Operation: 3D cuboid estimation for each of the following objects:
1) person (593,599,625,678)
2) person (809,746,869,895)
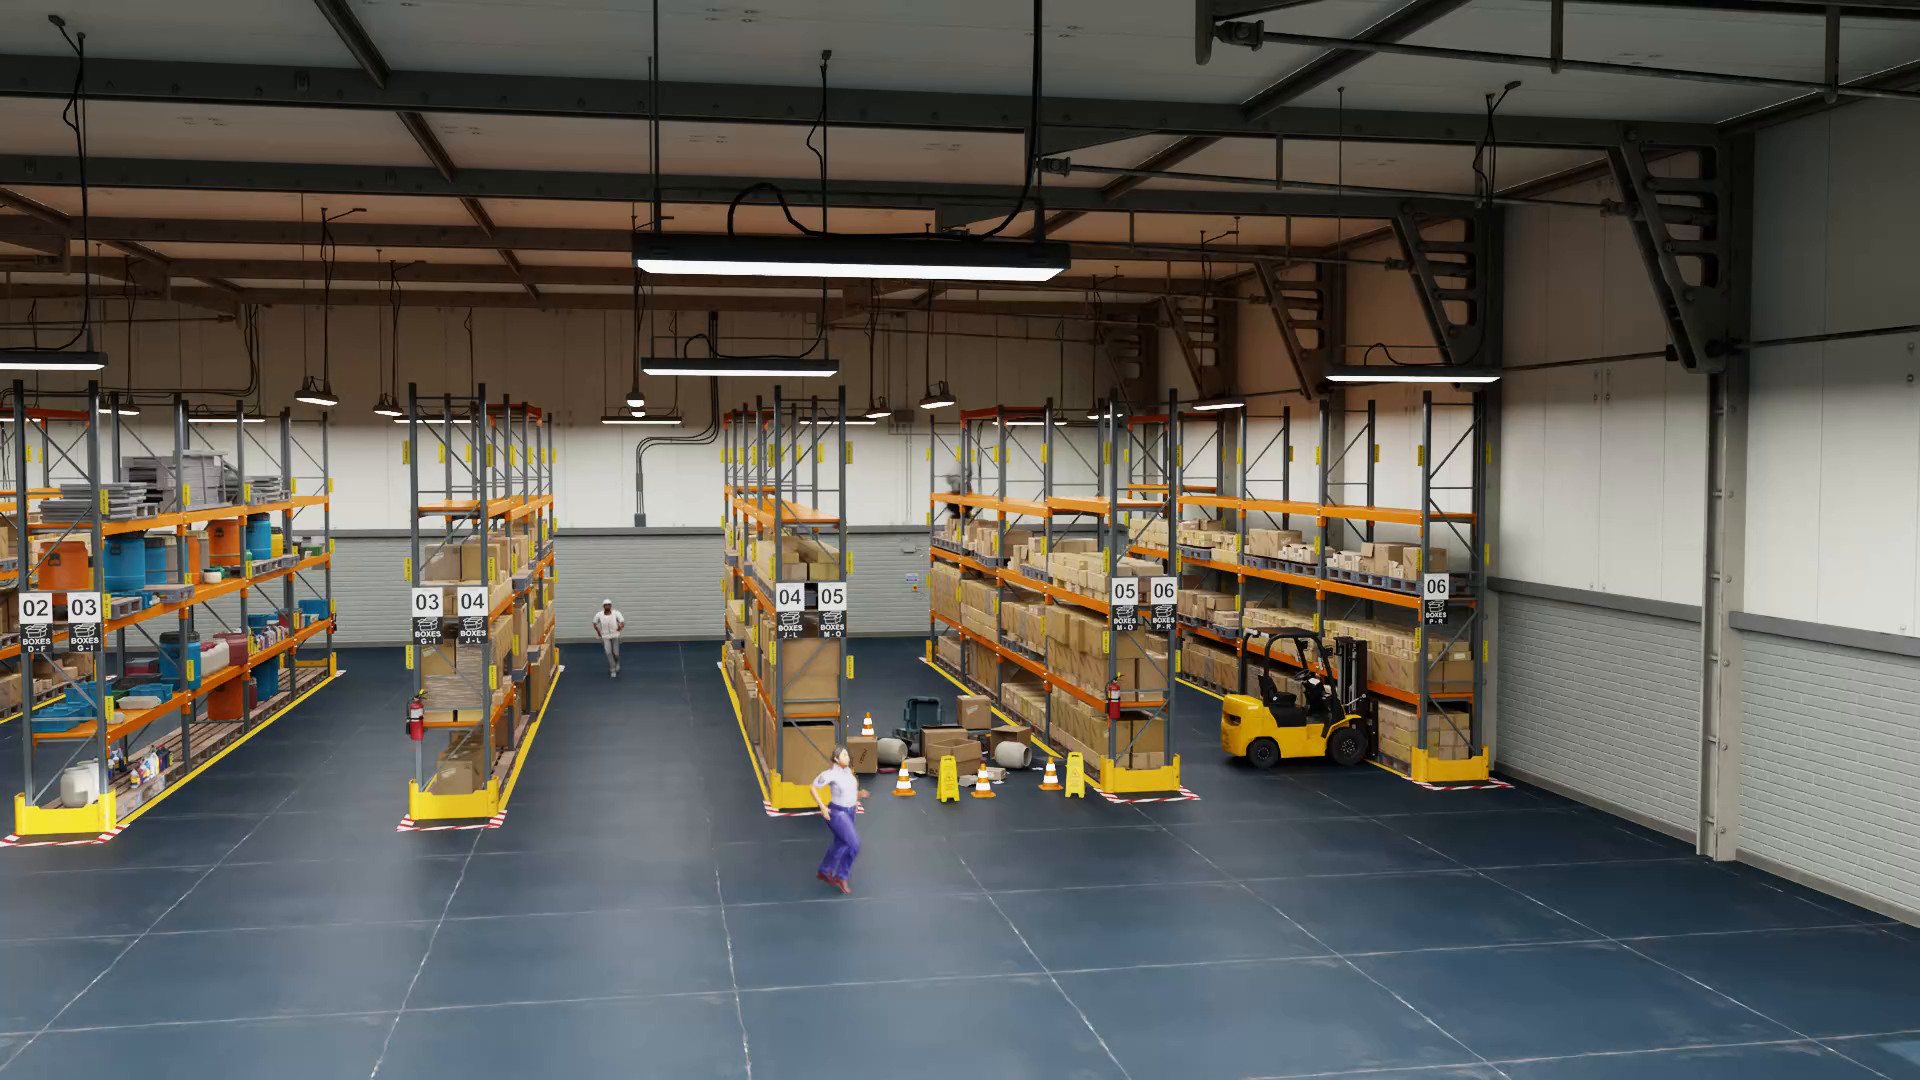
[{"bbox_3d":[-7.979,2.219,37.823,0.709,1.764,0.853,-1,3,-14],"label":"person"},{"bbox_3d":[-1.370,3.219,19.140,0.716,1.693,0.574,1,3,22],"label":"person"}]
